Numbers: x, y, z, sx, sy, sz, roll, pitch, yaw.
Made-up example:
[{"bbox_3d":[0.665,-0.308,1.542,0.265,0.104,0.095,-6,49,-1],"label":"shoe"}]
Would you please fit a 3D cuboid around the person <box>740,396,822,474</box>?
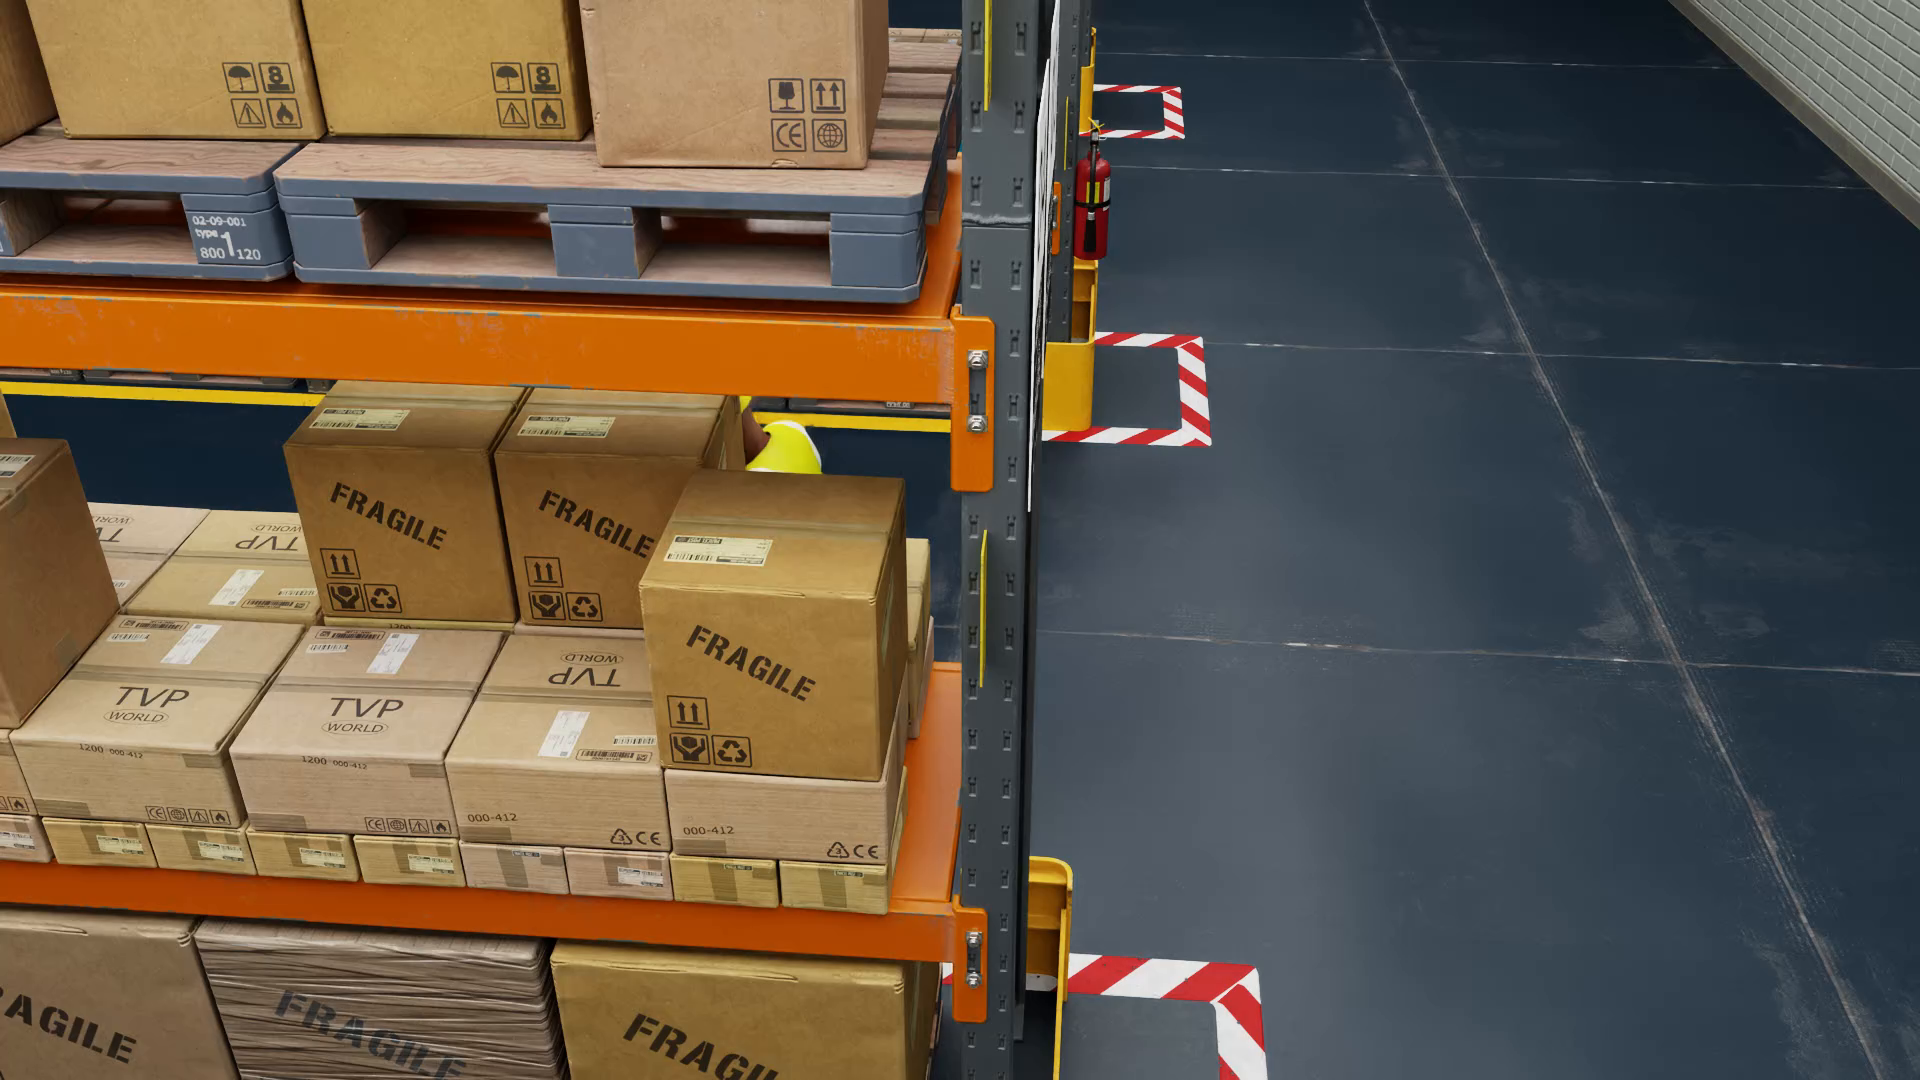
[{"bbox_3d":[-0.676,0.199,5.873,0.511,1.682,0.602,3,32,5],"label":"person"}]
